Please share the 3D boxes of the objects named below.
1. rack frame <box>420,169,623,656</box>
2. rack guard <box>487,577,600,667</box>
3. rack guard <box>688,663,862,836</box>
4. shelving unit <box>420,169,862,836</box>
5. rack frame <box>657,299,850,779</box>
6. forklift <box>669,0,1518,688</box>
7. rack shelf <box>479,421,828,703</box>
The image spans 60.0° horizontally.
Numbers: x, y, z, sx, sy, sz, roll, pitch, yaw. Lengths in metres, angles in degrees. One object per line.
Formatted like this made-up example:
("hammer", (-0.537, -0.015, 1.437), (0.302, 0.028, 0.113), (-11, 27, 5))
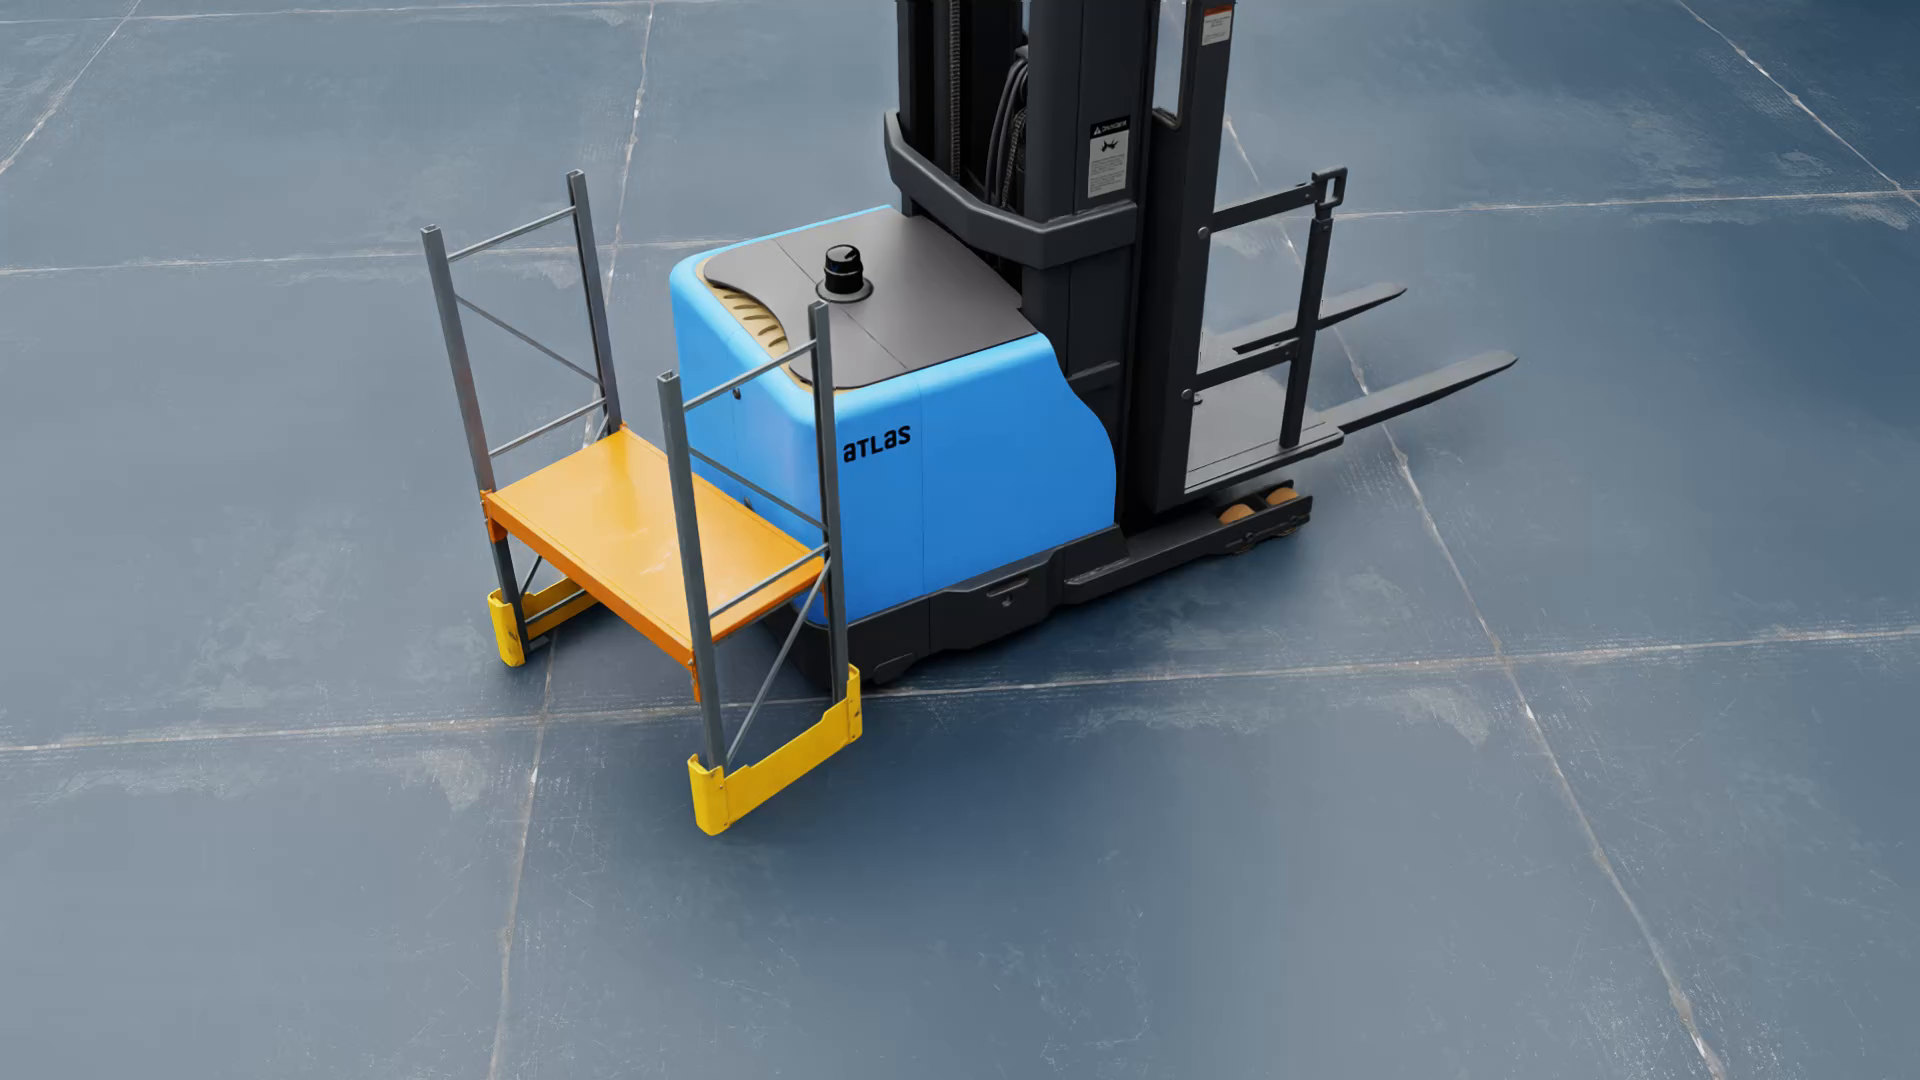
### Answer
("rack frame", (-1.230, -0.330, 4.958), (0.032, 1.500, 0.500), (31, 48, 34))
("rack guard", (-1.229, 0.161, 5.344), (0.087, 0.250, 0.587), (31, 48, 34))
("rack guard", (-0.521, 0.595, 4.794), (0.087, 0.250, 0.587), (31, 48, 34))
("shelving unit", (-0.875, -0.113, 4.682), (1.083, 1.500, 0.587), (31, 48, 34))
("rack frame", (-0.508, 0.113, 4.396), (0.032, 1.500, 0.500), (31, 48, 34))
("forklift", (0.626, -1.369, 5.119), (3.031, 2.935, 1.130), (-20, 42, -23))
("rack shelf", (-0.869, 0.032, 4.788), (1.000, 0.185, 0.538), (31, 48, 34))
